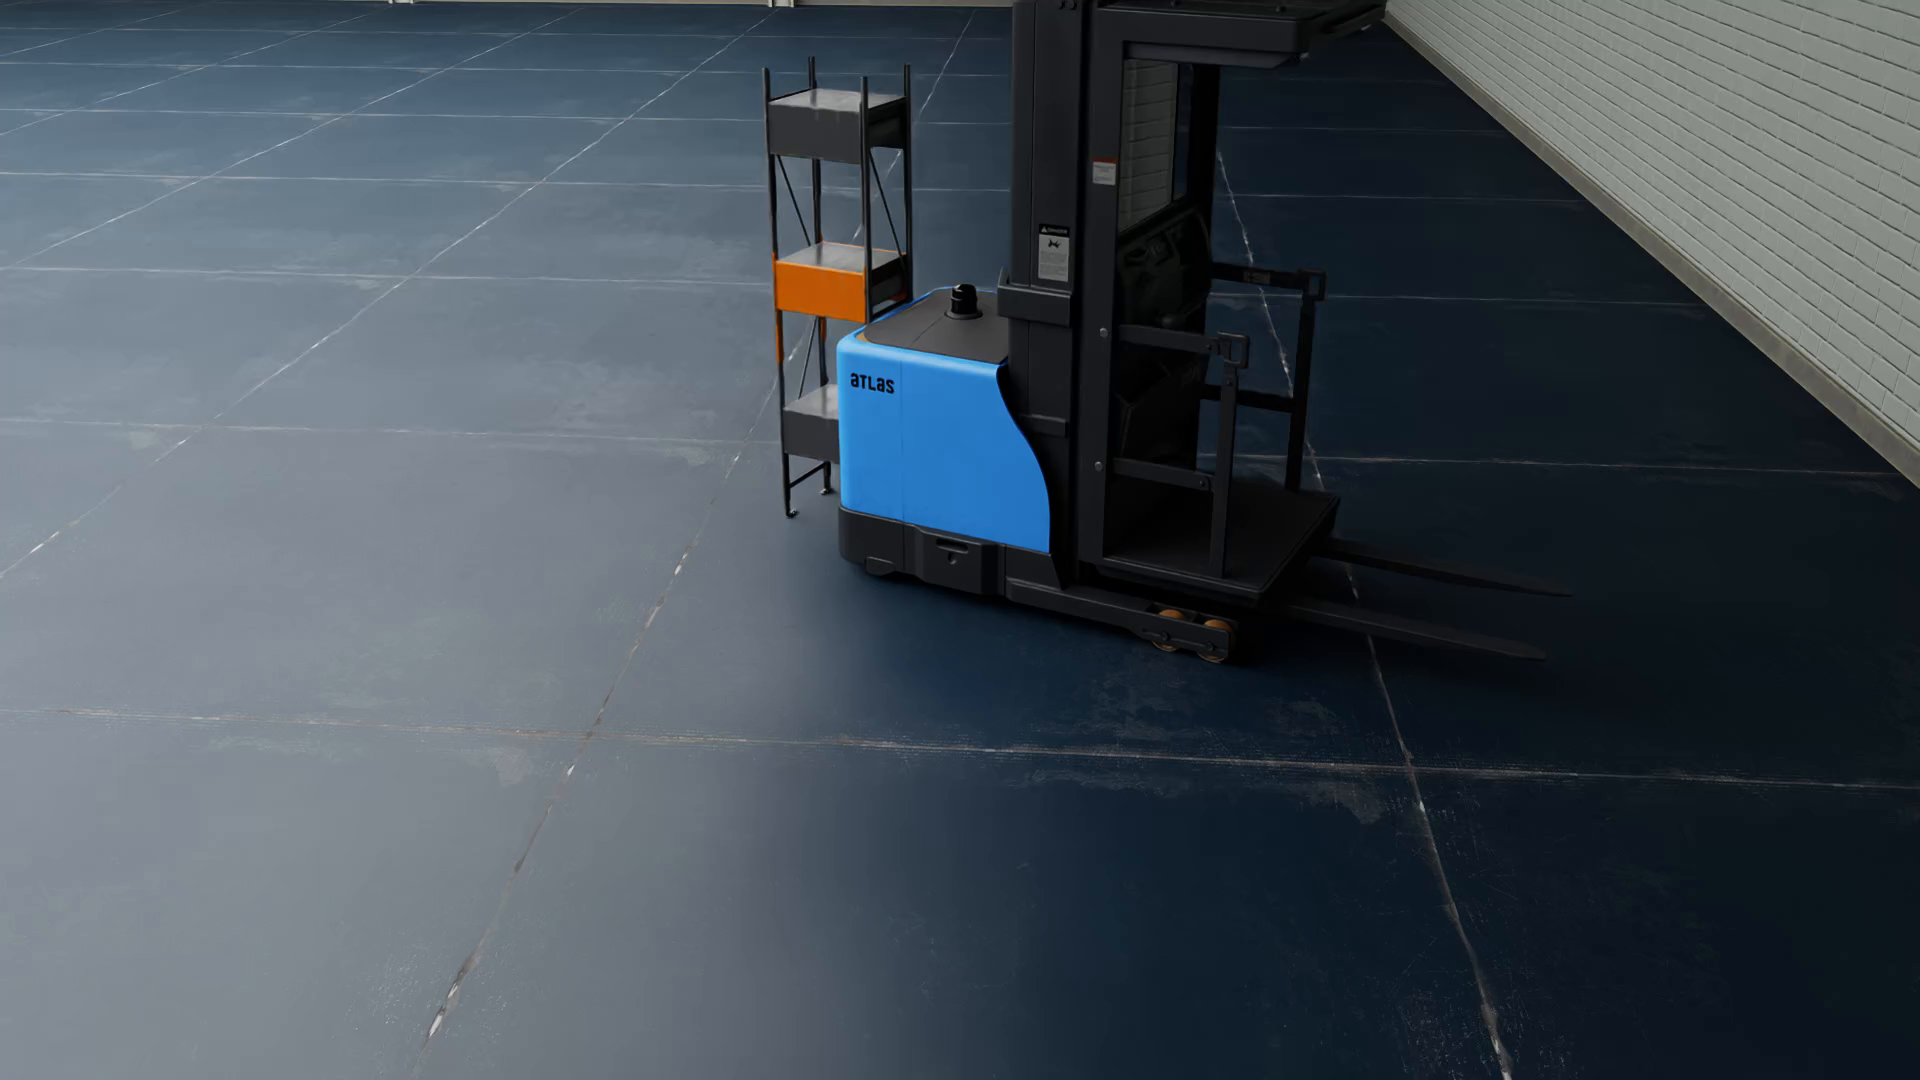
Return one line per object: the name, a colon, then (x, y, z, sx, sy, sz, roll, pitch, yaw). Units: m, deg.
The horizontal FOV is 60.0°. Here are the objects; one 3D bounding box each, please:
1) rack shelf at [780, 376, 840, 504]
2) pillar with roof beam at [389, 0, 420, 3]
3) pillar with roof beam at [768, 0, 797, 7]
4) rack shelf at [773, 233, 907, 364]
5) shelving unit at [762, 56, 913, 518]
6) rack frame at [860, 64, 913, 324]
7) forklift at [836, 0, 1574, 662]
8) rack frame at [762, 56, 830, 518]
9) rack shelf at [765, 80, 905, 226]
rack shelf: (-0.531, -0.439, 7.900, 0.480, 0.518, 0.431, 12, 27, 25)
pillar with roof beam: (-9.048, -10.744, 20.335, 0.400, 9.000, 9.100, 2, 25, 4)
pillar with roof beam: (-3.066, -10.552, 19.918, 0.400, 9.000, 9.100, 2, 25, 4)
rack shelf: (-0.531, -1.075, 7.607, 0.480, 0.518, 0.431, 12, 27, 25)
shelving unit: (-0.531, -1.087, 7.601, 0.503, 2.100, 0.431, 12, 27, 25)
rack frame: (-0.315, -1.040, 7.499, 0.015, 2.100, 0.400, 12, 27, 25)
forklift: (1.008, -1.095, 6.623, 3.031, 2.935, 1.130, 12, 27, 25)
rack frame: (-0.747, -1.135, 7.704, 0.015, 2.100, 0.400, 12, 27, 25)
rack shelf: (-0.531, -1.711, 7.314, 0.480, 0.518, 0.431, 12, 27, 25)
